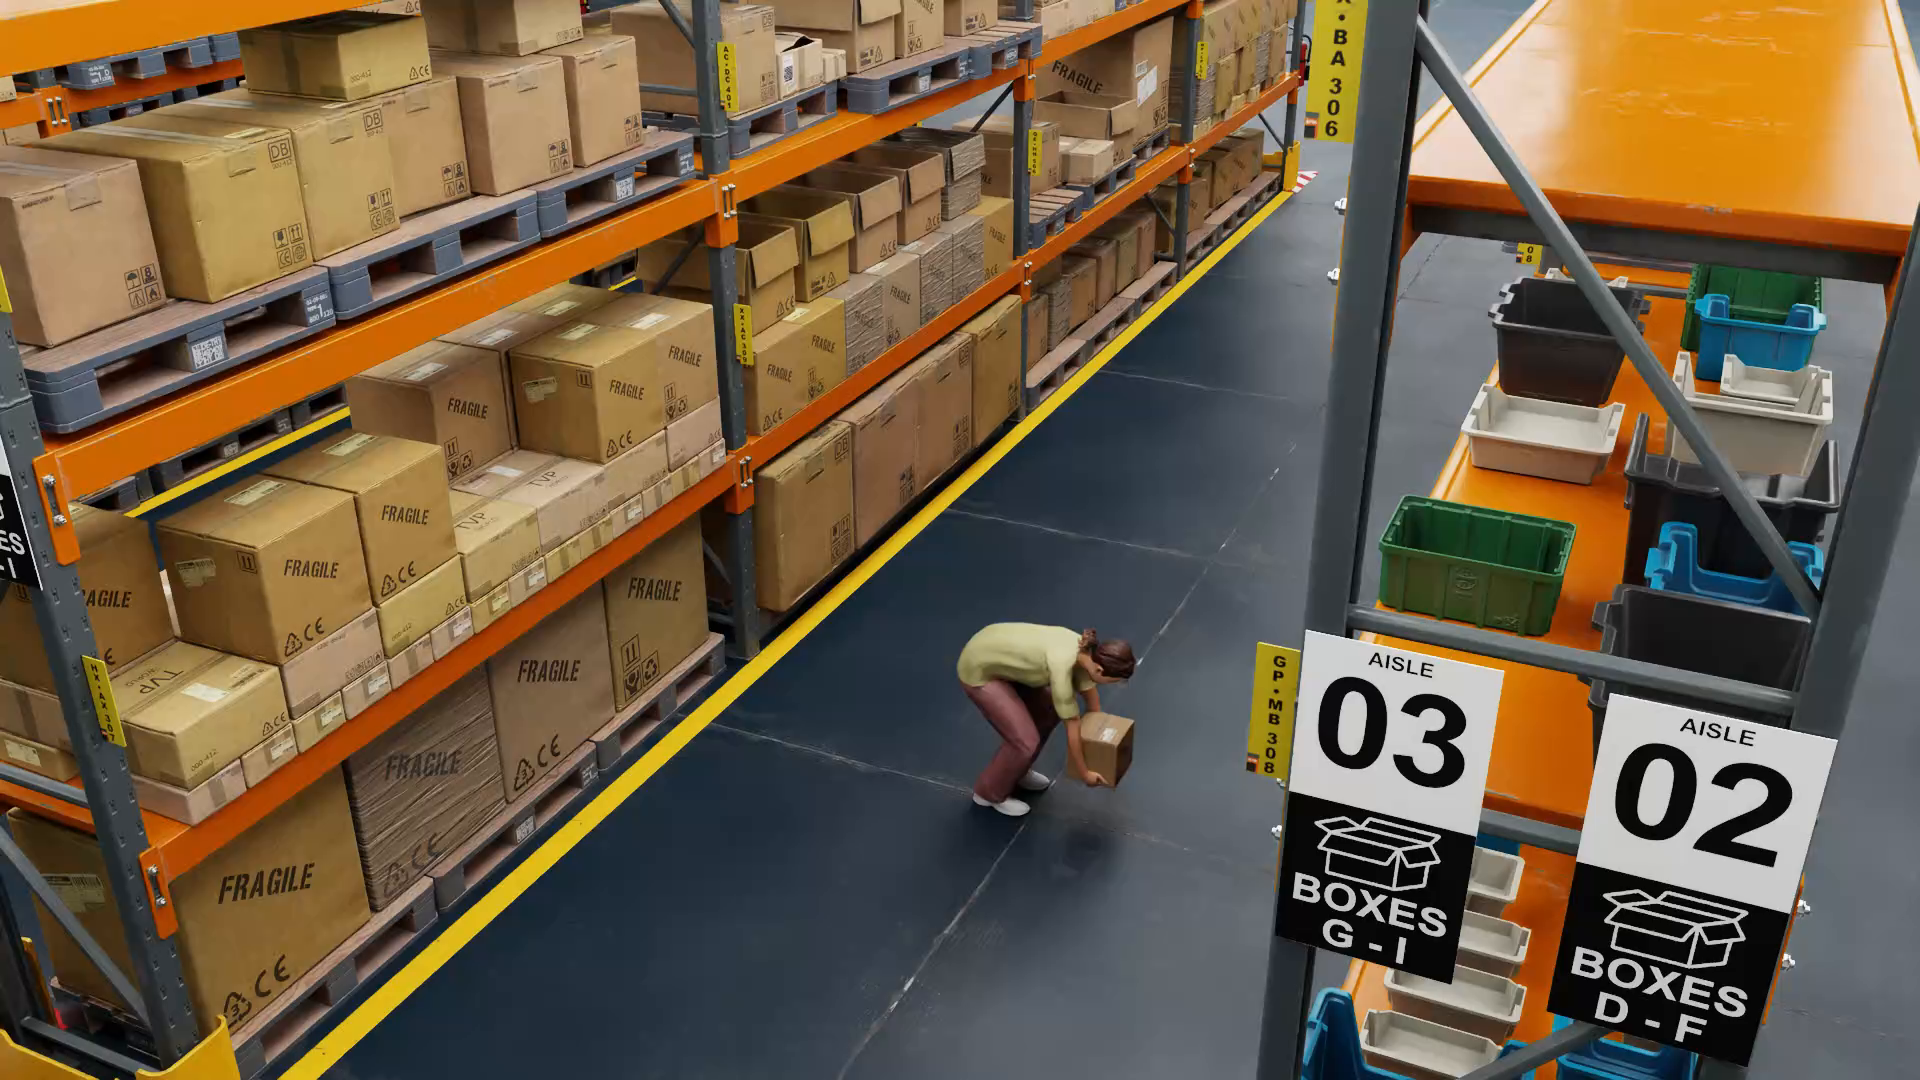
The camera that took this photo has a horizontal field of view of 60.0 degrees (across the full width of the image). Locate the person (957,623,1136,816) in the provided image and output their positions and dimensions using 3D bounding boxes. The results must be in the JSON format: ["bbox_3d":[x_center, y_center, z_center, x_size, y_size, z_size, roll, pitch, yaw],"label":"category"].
[{"bbox_3d":[0.415,0.857,8.105,0.868,1.031,0.467,10,28,19],"label":"person"}]
